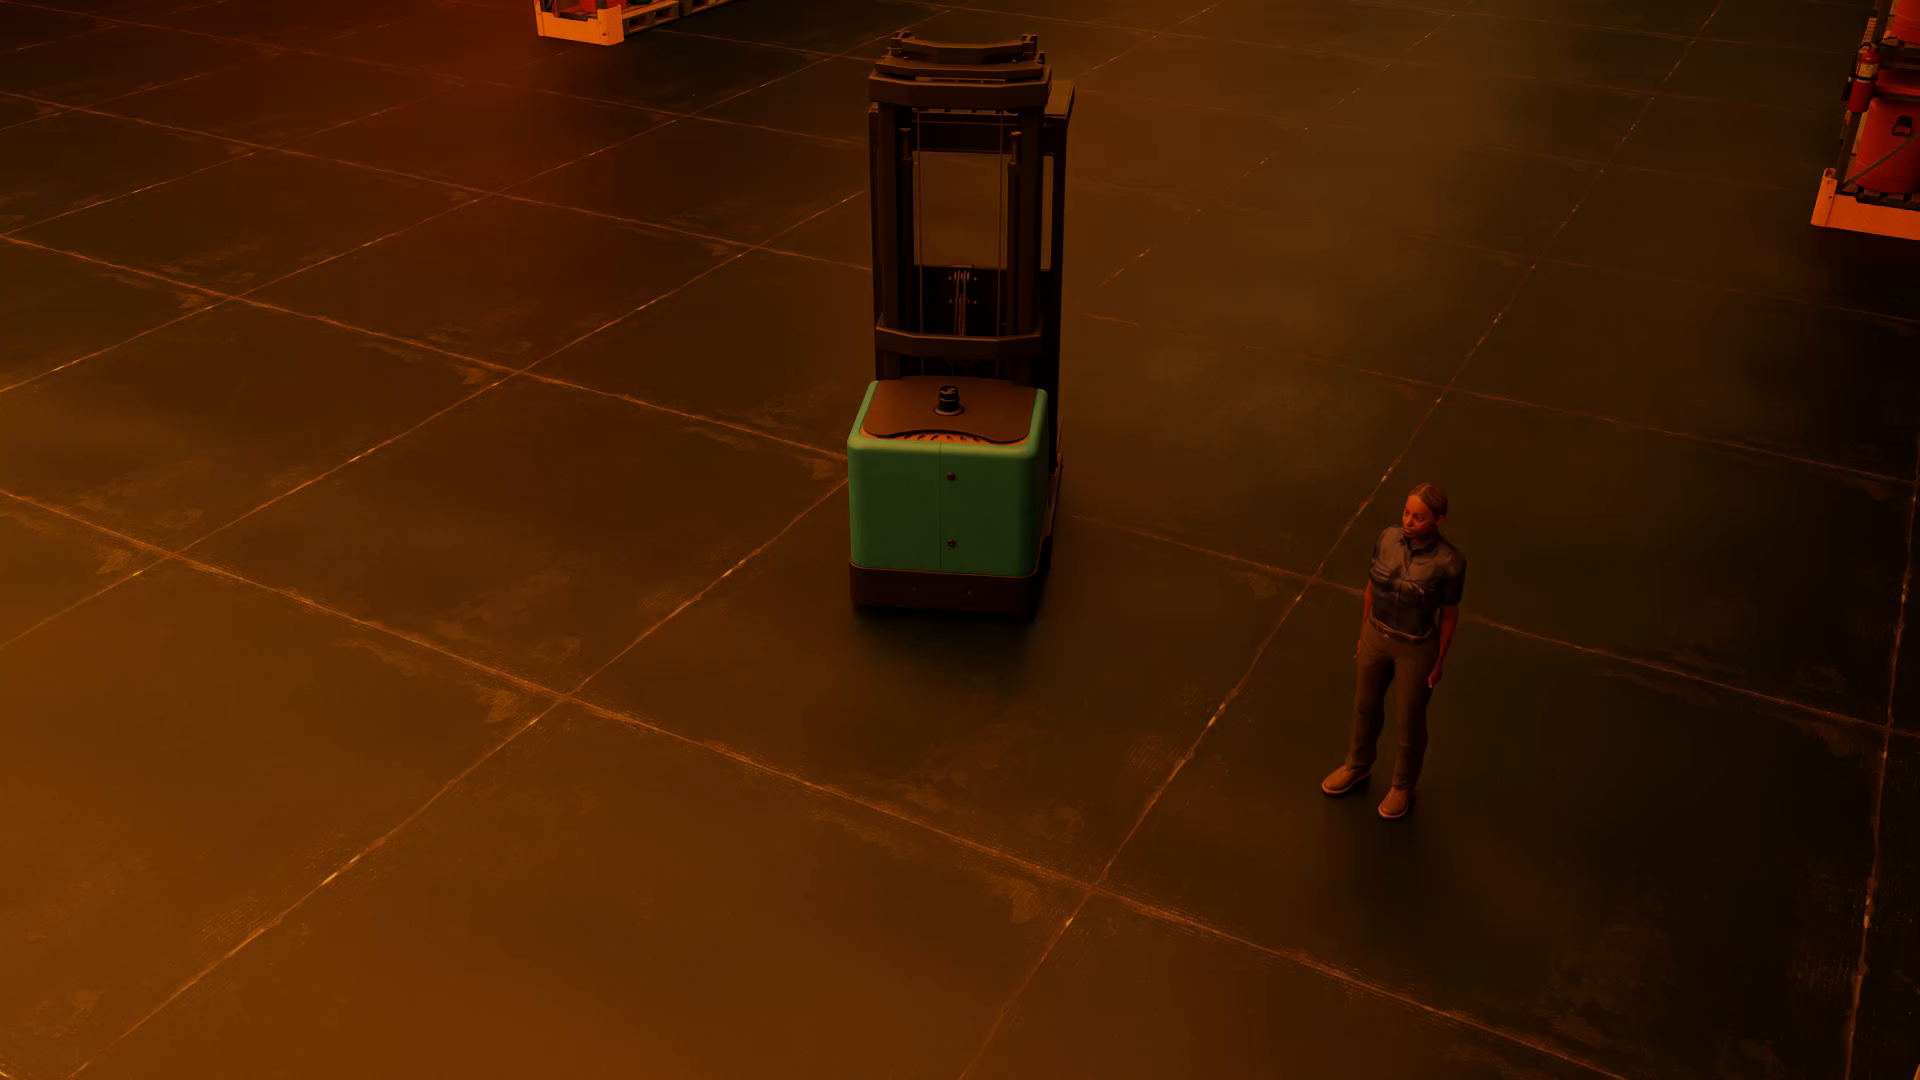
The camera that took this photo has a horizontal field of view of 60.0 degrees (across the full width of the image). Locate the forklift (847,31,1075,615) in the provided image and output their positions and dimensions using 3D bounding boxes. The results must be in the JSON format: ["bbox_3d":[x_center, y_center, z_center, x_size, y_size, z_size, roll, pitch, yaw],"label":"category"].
[{"bbox_3d":[0.072,-1.572,9.794,1.130,2.935,3.031,3,30,6],"label":"forklift"}]

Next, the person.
[{"bbox_3d":[1.976,0.490,7.499,0.447,1.661,0.328,23,37,34],"label":"person"}]
